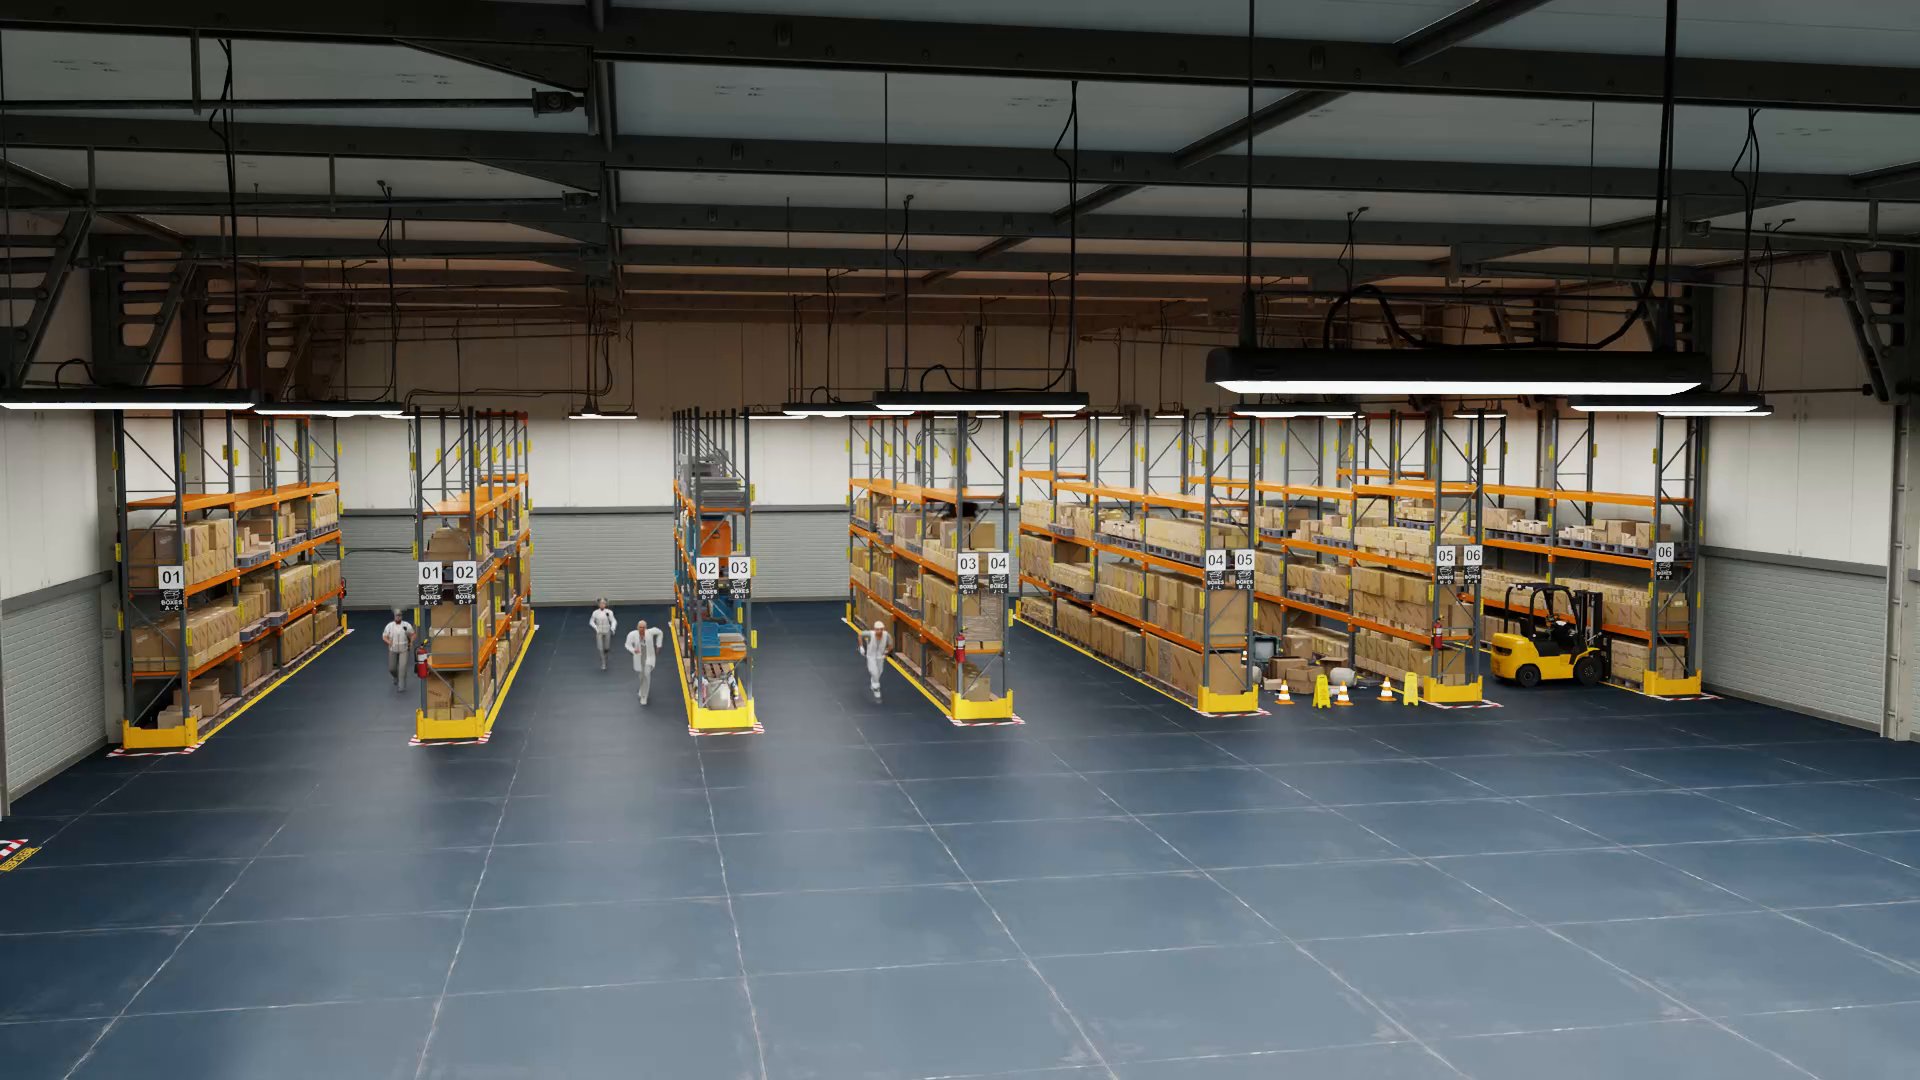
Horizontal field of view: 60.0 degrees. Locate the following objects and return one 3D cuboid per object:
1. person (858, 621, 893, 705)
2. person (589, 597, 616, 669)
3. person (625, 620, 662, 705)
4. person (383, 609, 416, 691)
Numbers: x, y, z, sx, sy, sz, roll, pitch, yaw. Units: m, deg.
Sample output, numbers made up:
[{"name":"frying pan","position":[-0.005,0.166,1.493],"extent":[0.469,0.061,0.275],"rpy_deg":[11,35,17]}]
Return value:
[{"name":"person","position":[-1.738,2.481,34.075],"extent":[0.706,1.732,1.054],"rpy_deg":[-1,4,-13]},{"name":"person","position":[-8.307,2.158,38.683],"extent":[0.612,1.659,0.554],"rpy_deg":[-1,4,-12]},{"name":"person","position":[-6.467,2.479,34.064],"extent":[0.748,1.758,1.063],"rpy_deg":[-1,4,-8]},{"name":"person","position":[-11.957,2.327,35.469],"extent":[0.674,1.740,0.782],"rpy_deg":[-1,4,-16]}]
